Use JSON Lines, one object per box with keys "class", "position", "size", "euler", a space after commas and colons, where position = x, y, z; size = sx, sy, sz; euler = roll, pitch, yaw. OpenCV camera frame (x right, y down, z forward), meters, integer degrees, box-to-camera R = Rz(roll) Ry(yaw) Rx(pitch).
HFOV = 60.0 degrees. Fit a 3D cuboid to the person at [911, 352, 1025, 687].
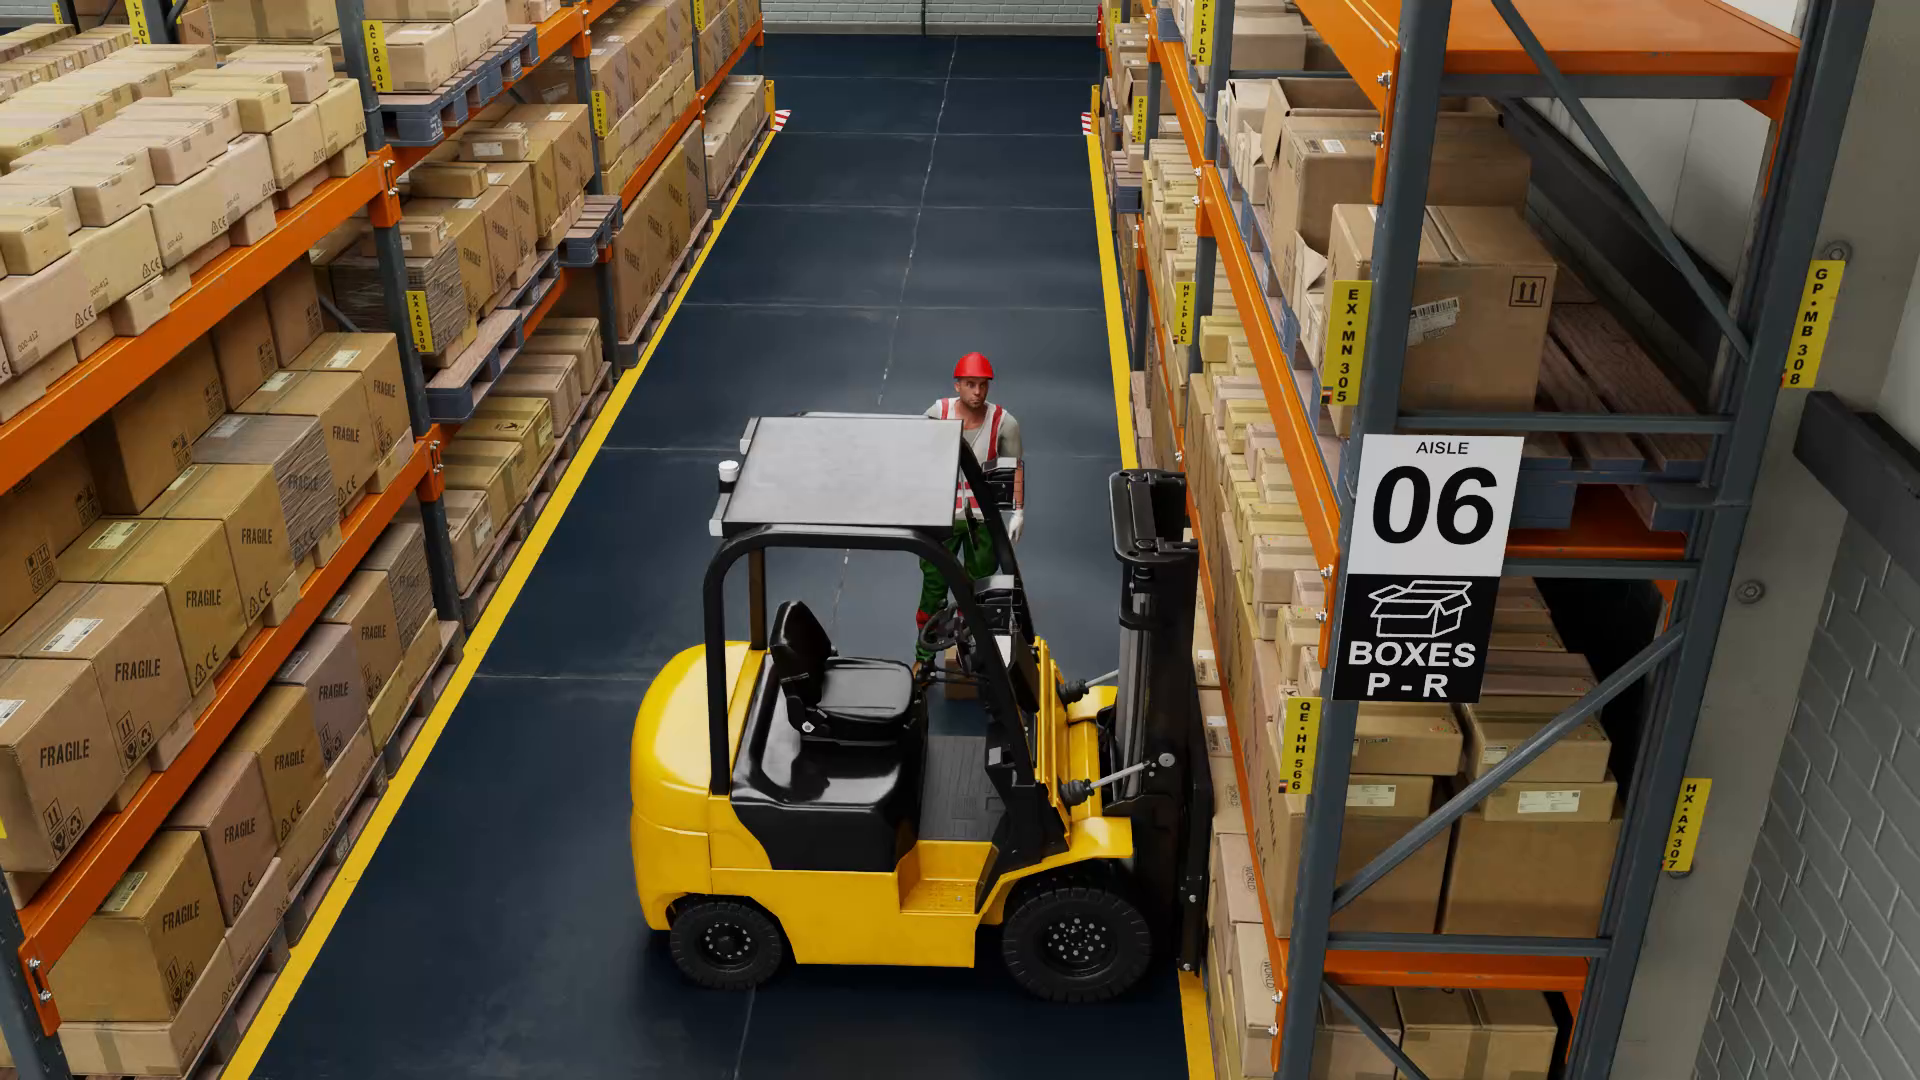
{"class": "person", "position": [0.020, -0.093, 8.756], "size": [0.638, 1.786, 0.561], "euler": [1, 28, 2]}
